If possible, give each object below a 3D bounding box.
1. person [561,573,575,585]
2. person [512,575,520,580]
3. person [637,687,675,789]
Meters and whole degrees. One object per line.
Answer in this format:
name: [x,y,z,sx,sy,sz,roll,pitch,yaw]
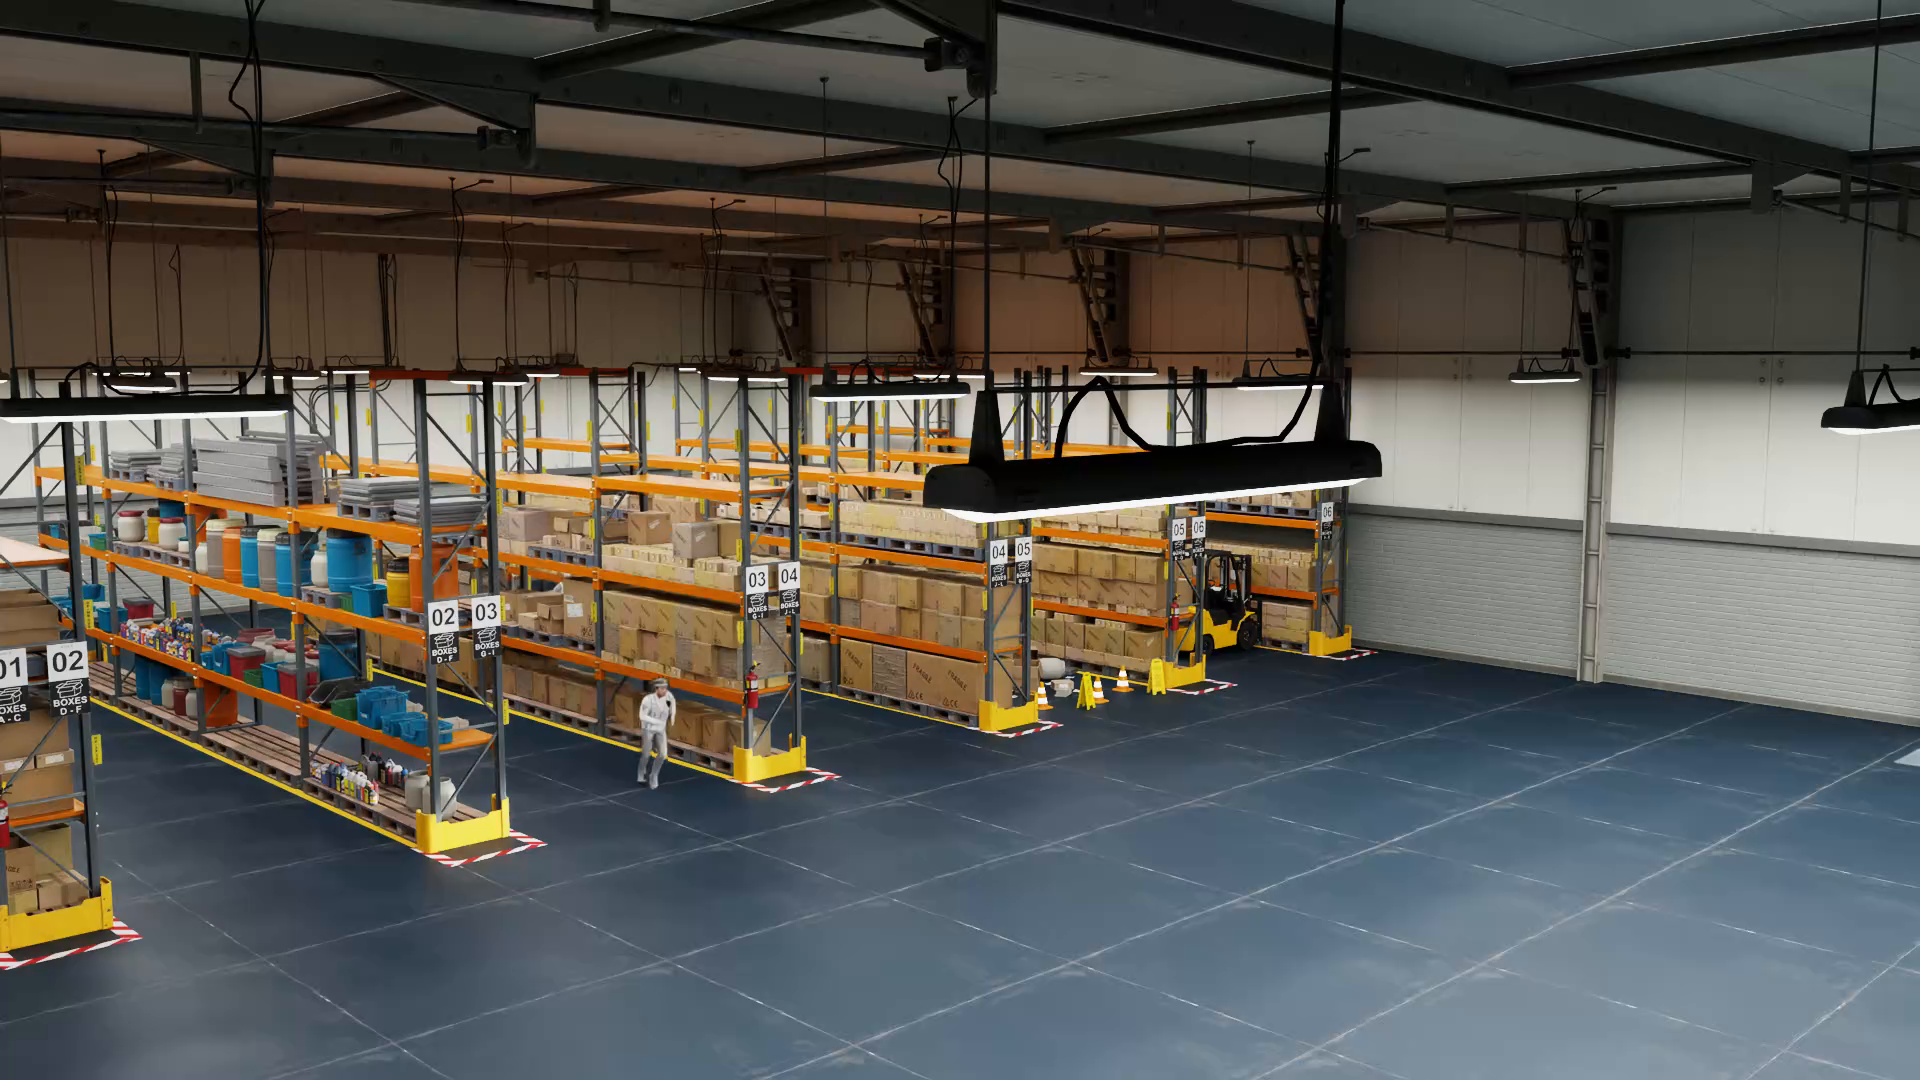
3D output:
person: [-8.356,1.521,35.200,0.697,1.758,0.829,-6,9,-41]
person: [-10.948,0.926,40.852,0.603,1.639,0.505,3,7,27]
person: [-4.417,2.837,24.280,0.653,1.662,0.778,-4,8,-33]
